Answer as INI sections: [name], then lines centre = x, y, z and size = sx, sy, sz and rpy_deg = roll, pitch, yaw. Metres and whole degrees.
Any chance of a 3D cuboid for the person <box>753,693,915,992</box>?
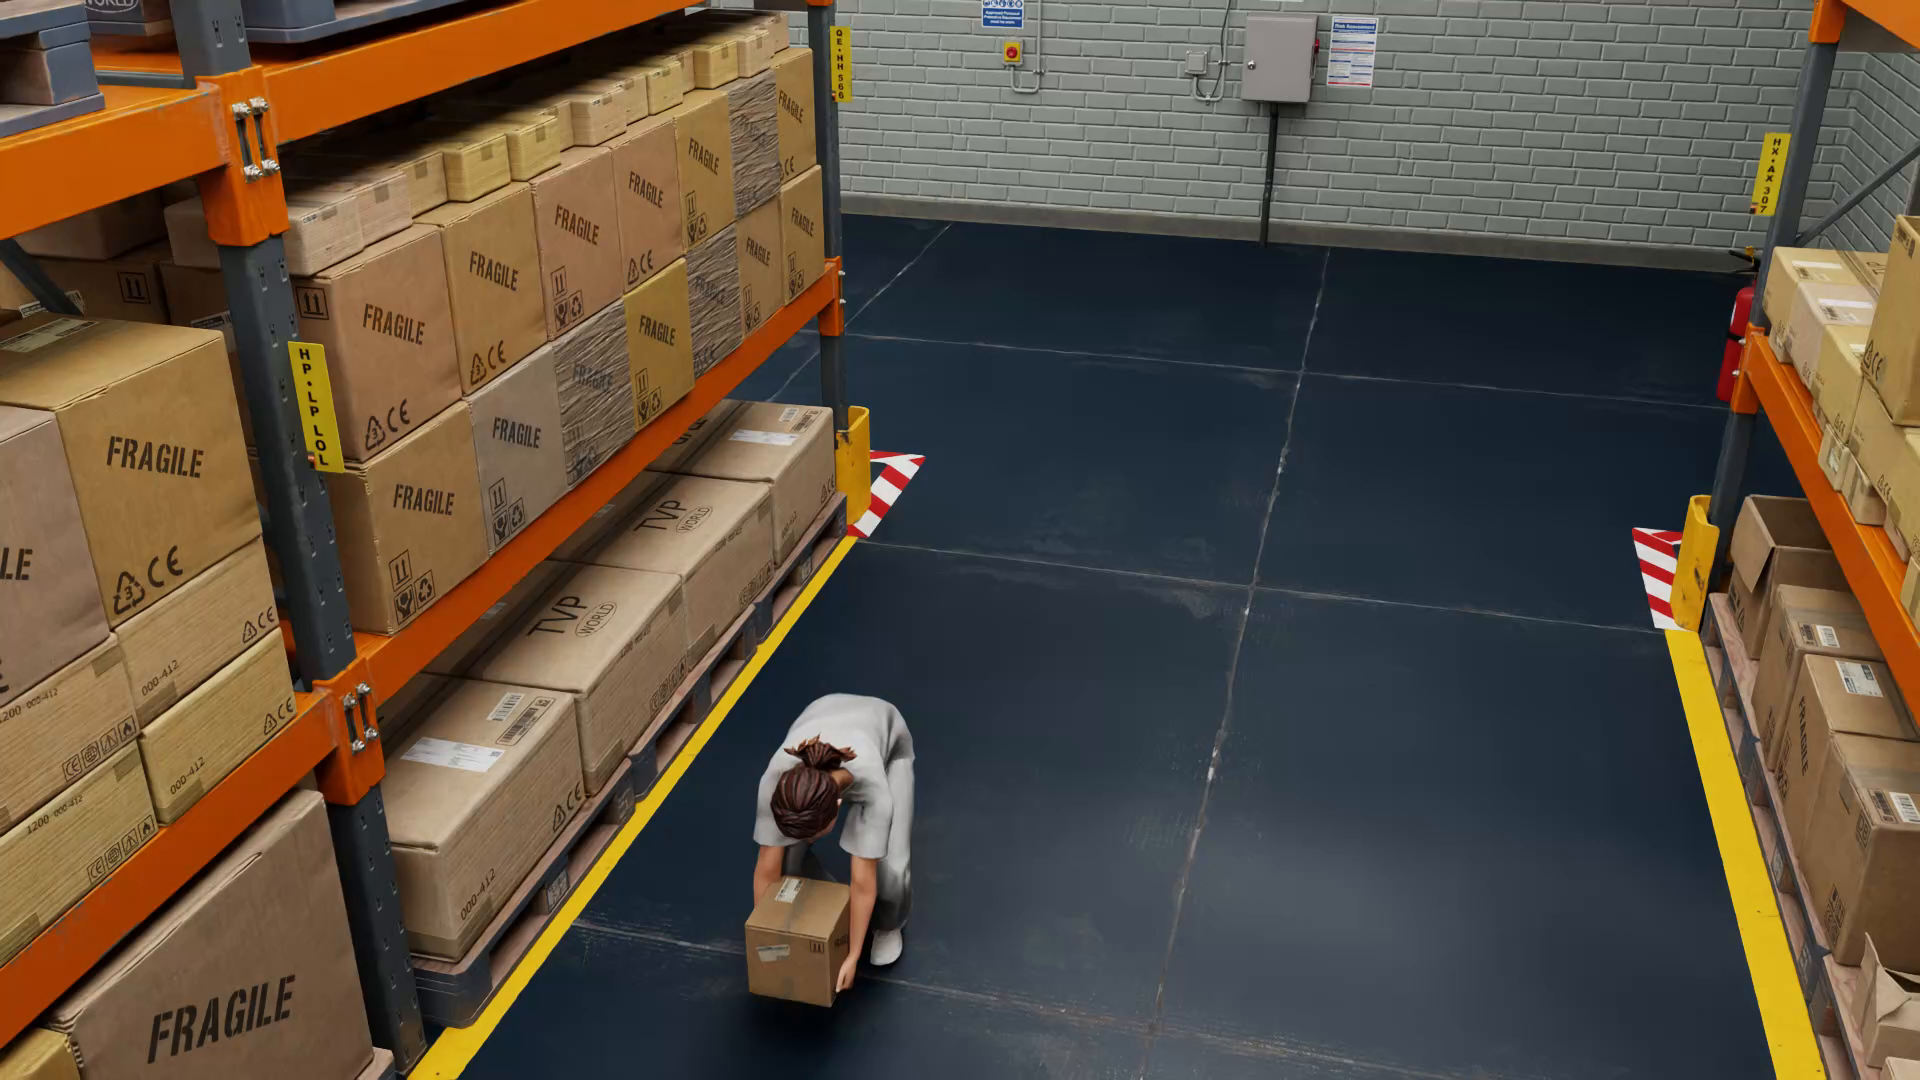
[person]
centre = -0.372, 0.908, 5.043
size = 0.468, 0.953, 0.851
rpy_deg = 5, 26, 11
